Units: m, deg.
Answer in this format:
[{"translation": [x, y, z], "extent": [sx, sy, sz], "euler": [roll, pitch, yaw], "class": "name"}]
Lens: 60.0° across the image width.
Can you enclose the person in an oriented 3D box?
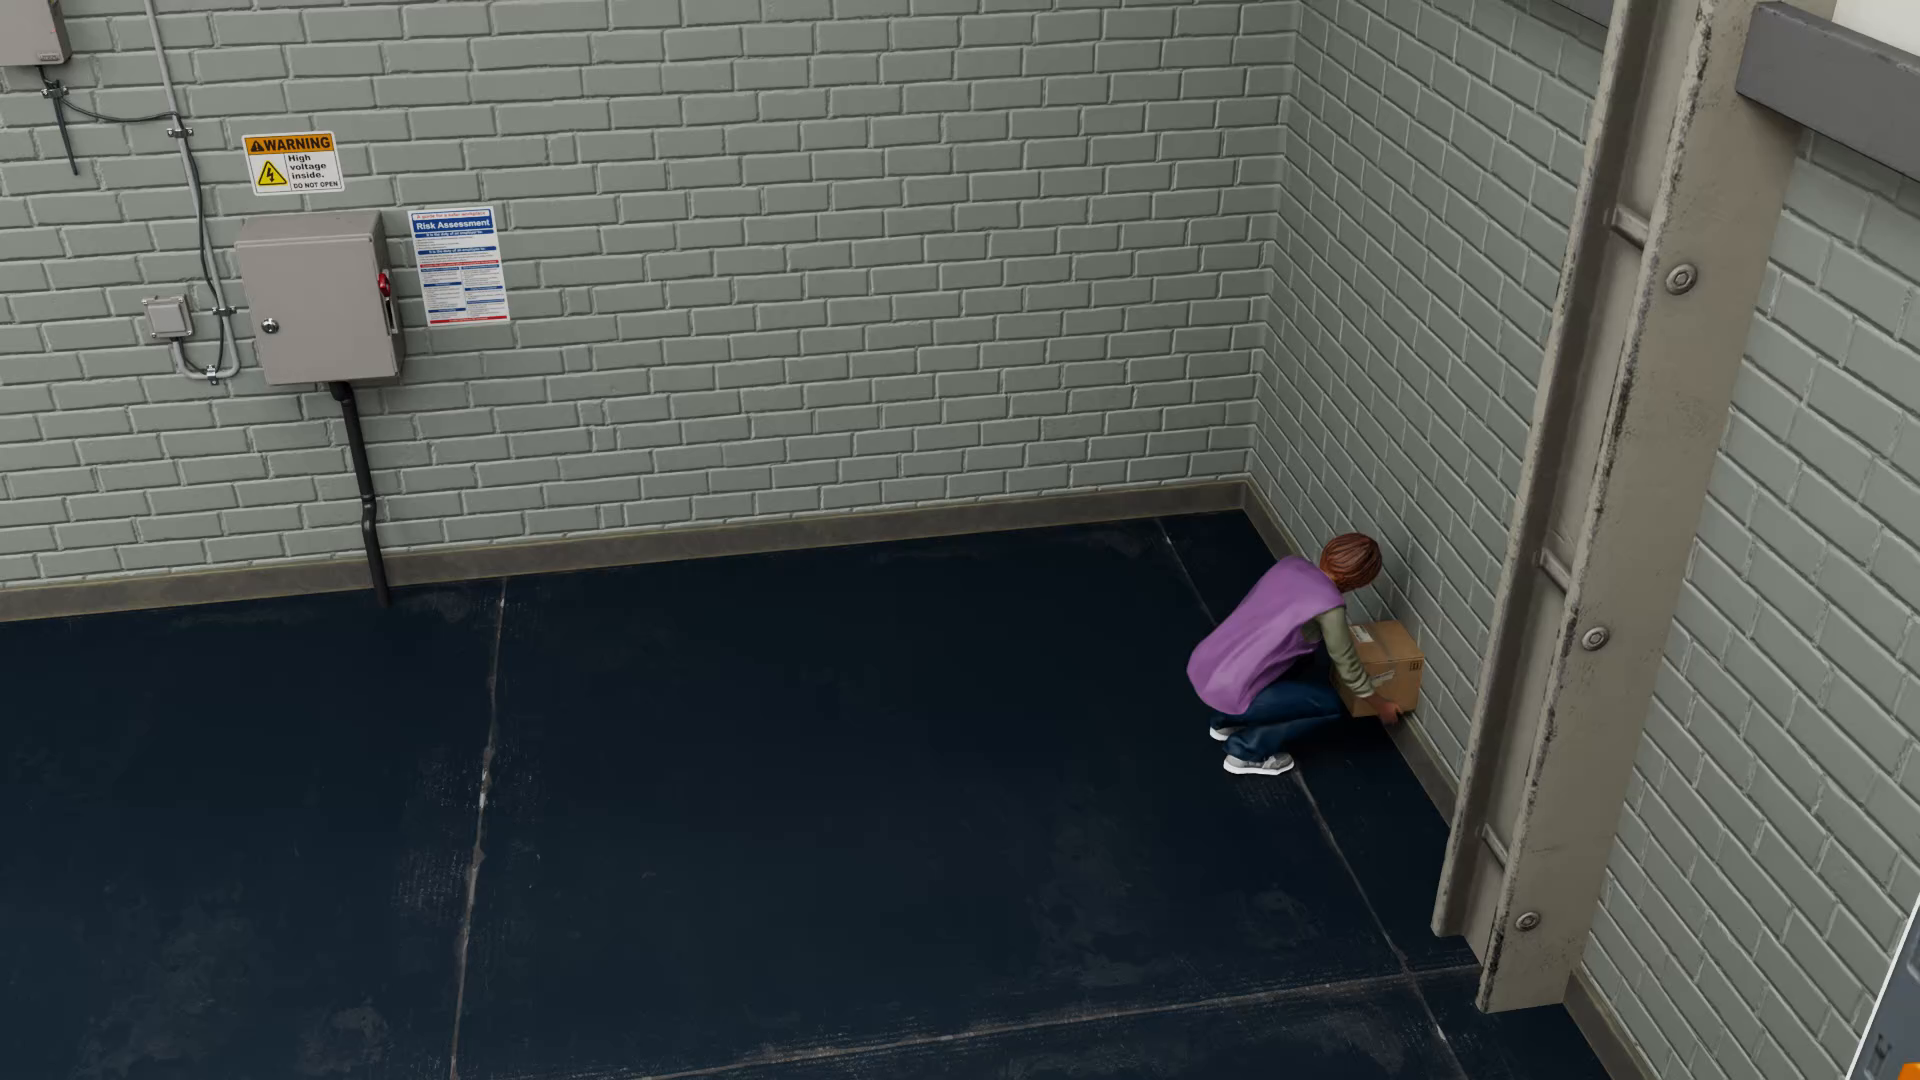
[{"translation": [1.238, 0.414, 6.144], "extent": [0.805, 0.897, 0.450], "euler": [-6, 32, -9], "class": "person"}]
